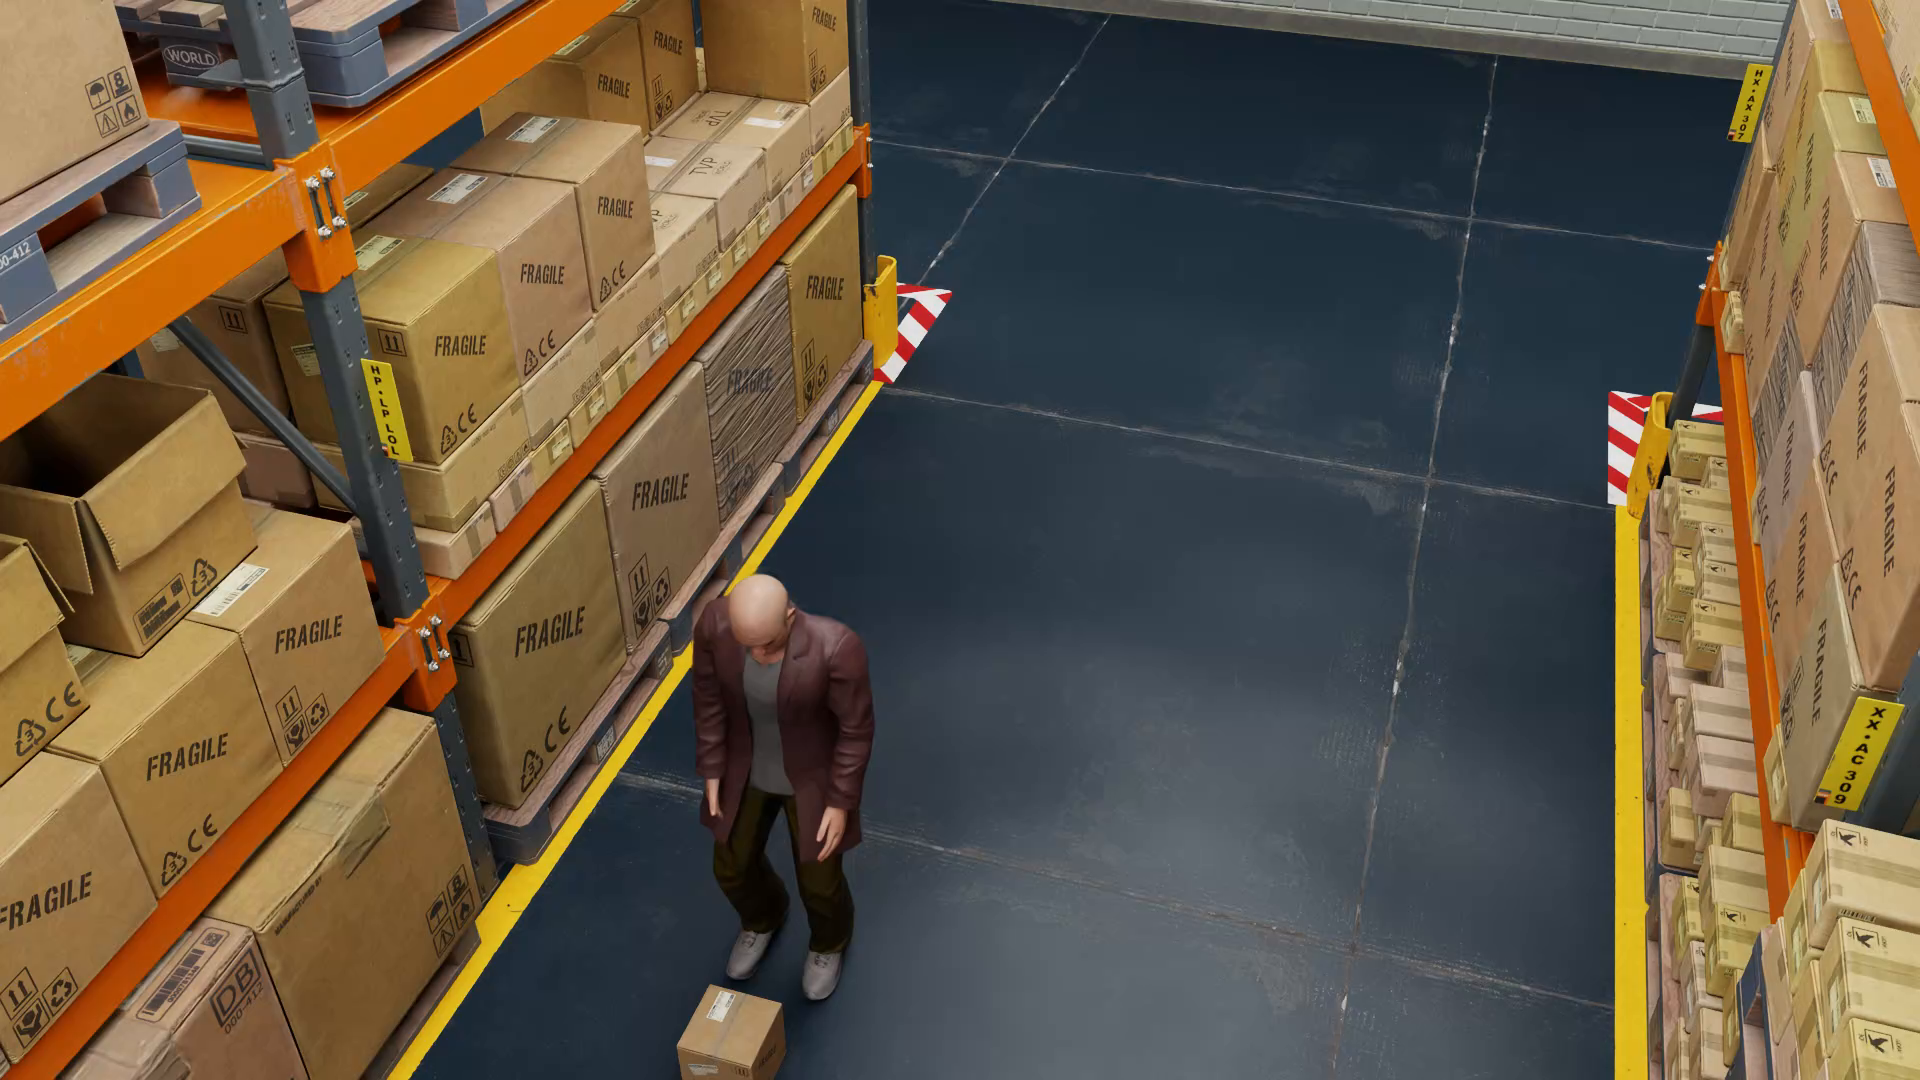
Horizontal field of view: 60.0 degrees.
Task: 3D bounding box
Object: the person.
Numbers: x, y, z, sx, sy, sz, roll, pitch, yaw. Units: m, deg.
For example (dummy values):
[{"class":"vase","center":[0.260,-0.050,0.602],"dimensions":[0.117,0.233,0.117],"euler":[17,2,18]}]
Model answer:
[{"class":"person","center":[-0.544,0.746,5.218],"dimensions":[0.595,1.715,0.449],"euler":[12,38,15]}]
